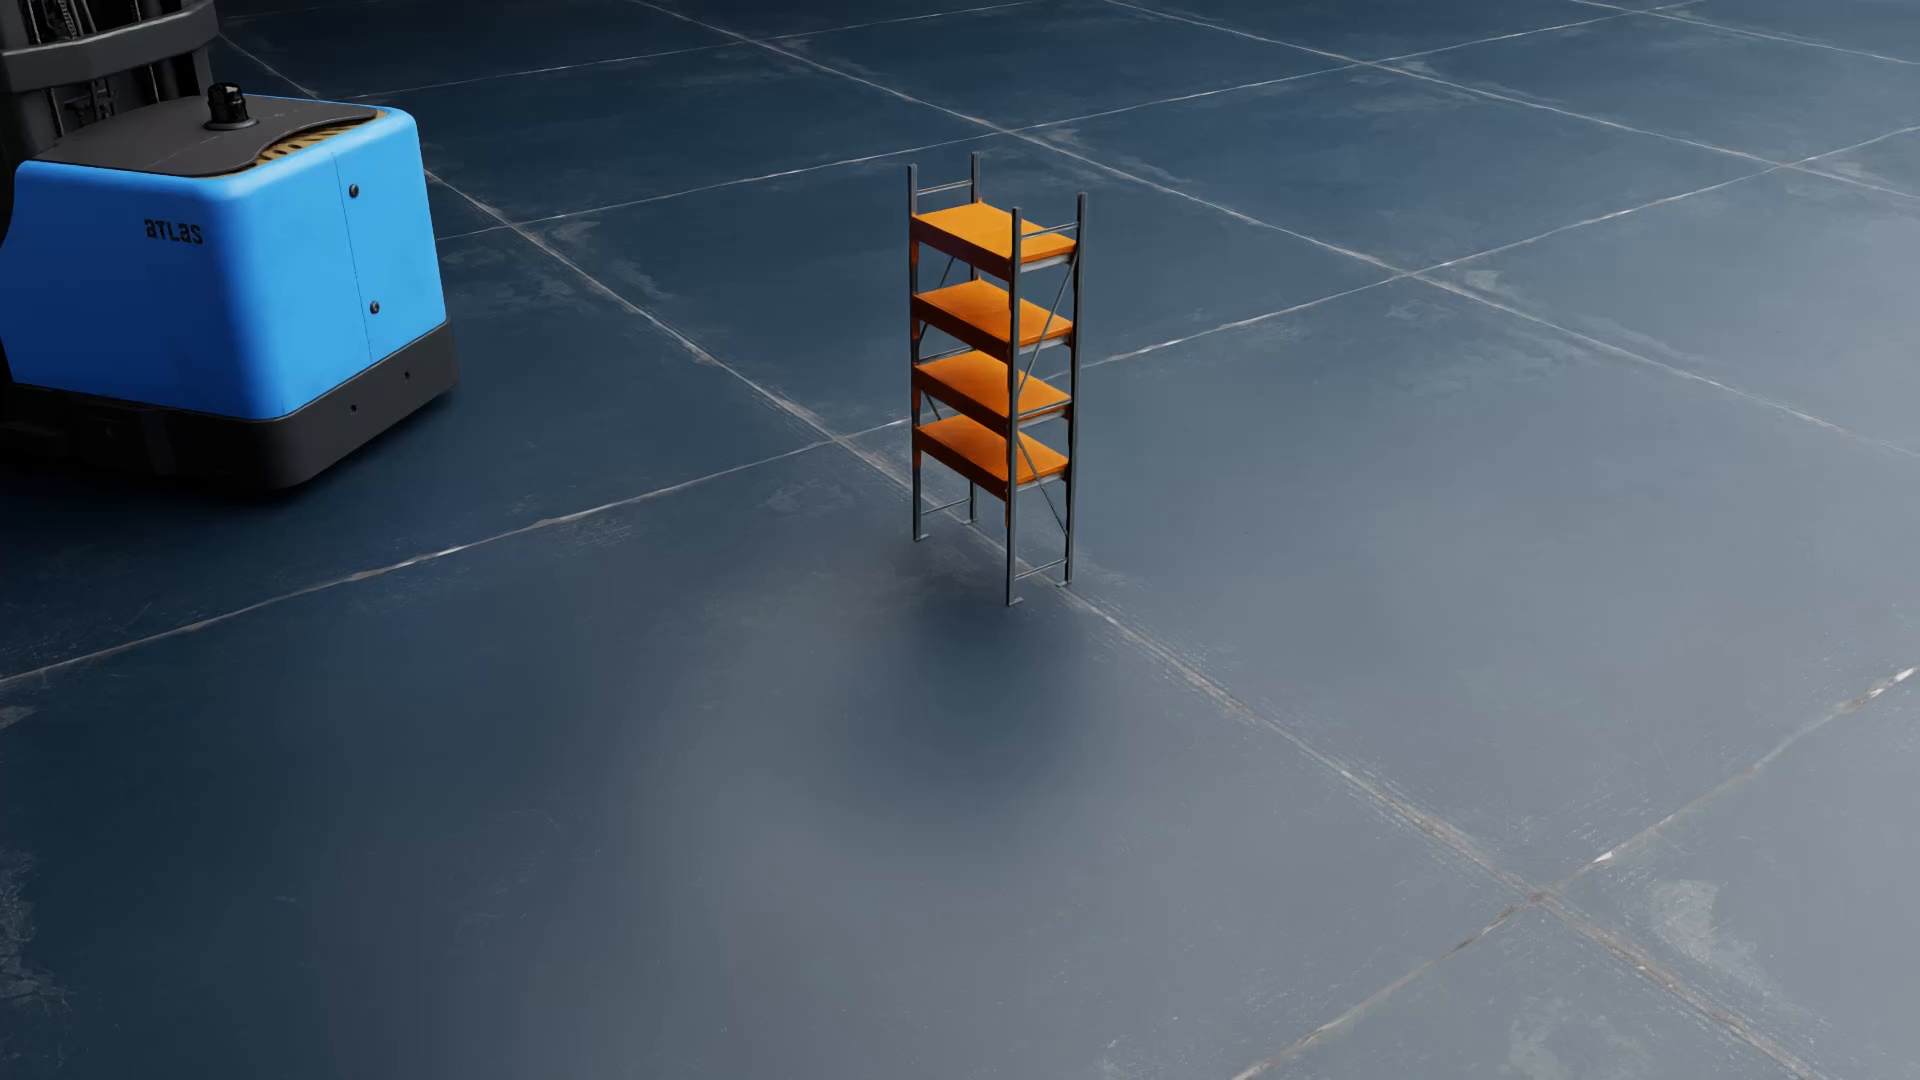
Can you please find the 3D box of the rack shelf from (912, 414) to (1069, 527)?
[{"bbox_3d":[0.096,-0.229,4.972,0.258,0.148,0.480,-19,34,-31],"label":"rack shelf"}]

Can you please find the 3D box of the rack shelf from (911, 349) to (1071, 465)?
[{"bbox_3d":[0.096,-0.404,4.877,0.258,0.148,0.480,-19,34,-31],"label":"rack shelf"}]

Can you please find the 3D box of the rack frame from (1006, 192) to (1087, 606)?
[{"bbox_3d":[0.238,-0.368,4.671,0.240,1.200,0.015,-19,34,-31],"label":"rack frame"}]

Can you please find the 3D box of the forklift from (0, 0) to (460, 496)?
[{"bbox_3d":[-3.438,-1.845,5.576,3.031,2.935,1.130,9,30,16],"label":"forklift"}]

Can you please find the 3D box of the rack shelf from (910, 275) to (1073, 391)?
[{"bbox_3d":[0.096,-0.600,4.771,0.258,0.148,0.480,-19,34,-31],"label":"rack shelf"}]

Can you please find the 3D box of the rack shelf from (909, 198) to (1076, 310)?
[{"bbox_3d":[0.096,-0.808,4.658,0.258,0.148,0.480,-19,34,-31],"label":"rack shelf"}]

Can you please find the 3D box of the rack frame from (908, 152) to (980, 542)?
[{"bbox_3d":[-0.045,-0.558,5.020,0.240,1.200,0.015,-19,34,-31],"label":"rack frame"}]

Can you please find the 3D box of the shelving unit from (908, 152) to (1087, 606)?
[{"bbox_3d":[0.096,-0.463,4.845,0.258,1.200,0.503,-19,34,-31],"label":"shelving unit"}]
